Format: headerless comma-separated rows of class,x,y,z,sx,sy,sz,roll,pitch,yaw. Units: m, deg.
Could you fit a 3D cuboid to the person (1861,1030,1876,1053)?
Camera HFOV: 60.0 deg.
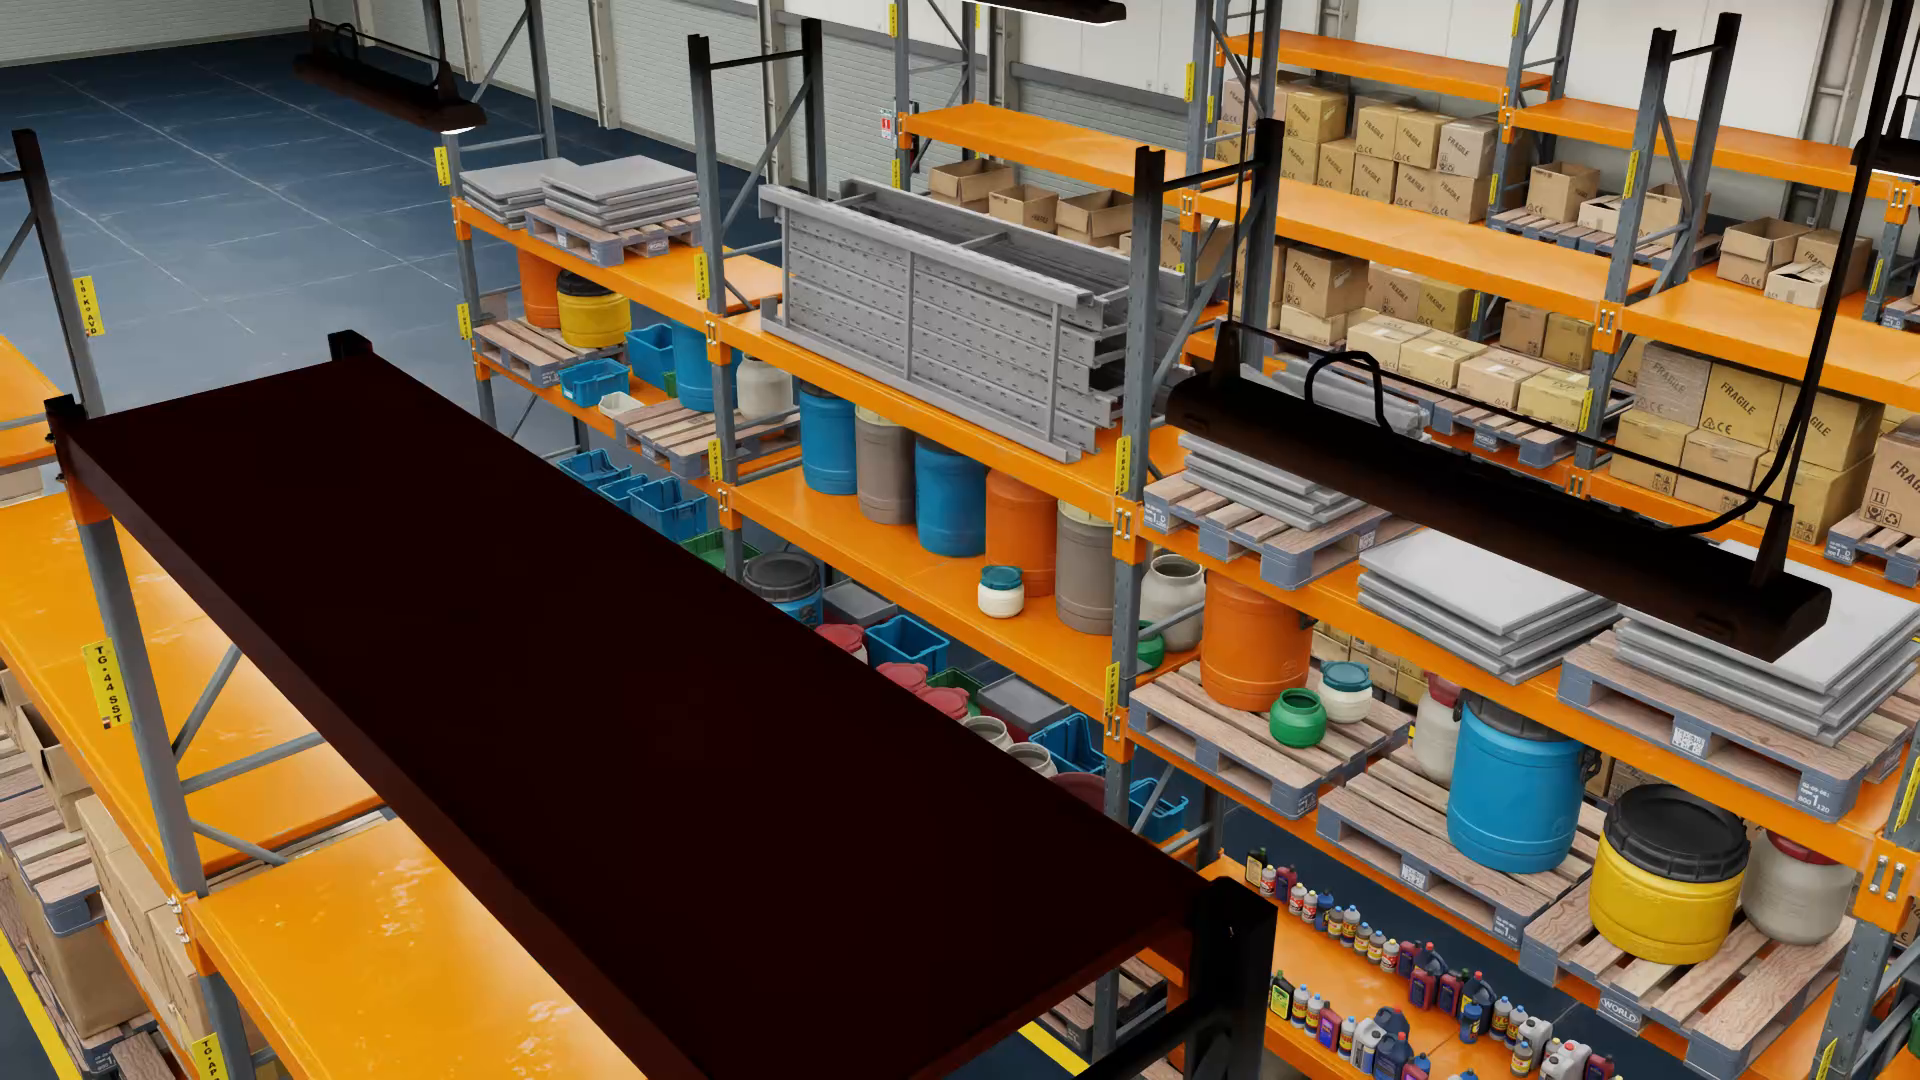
person,6.187,2.738,10.267,0.546,1.714,0.972,-23,35,-37
